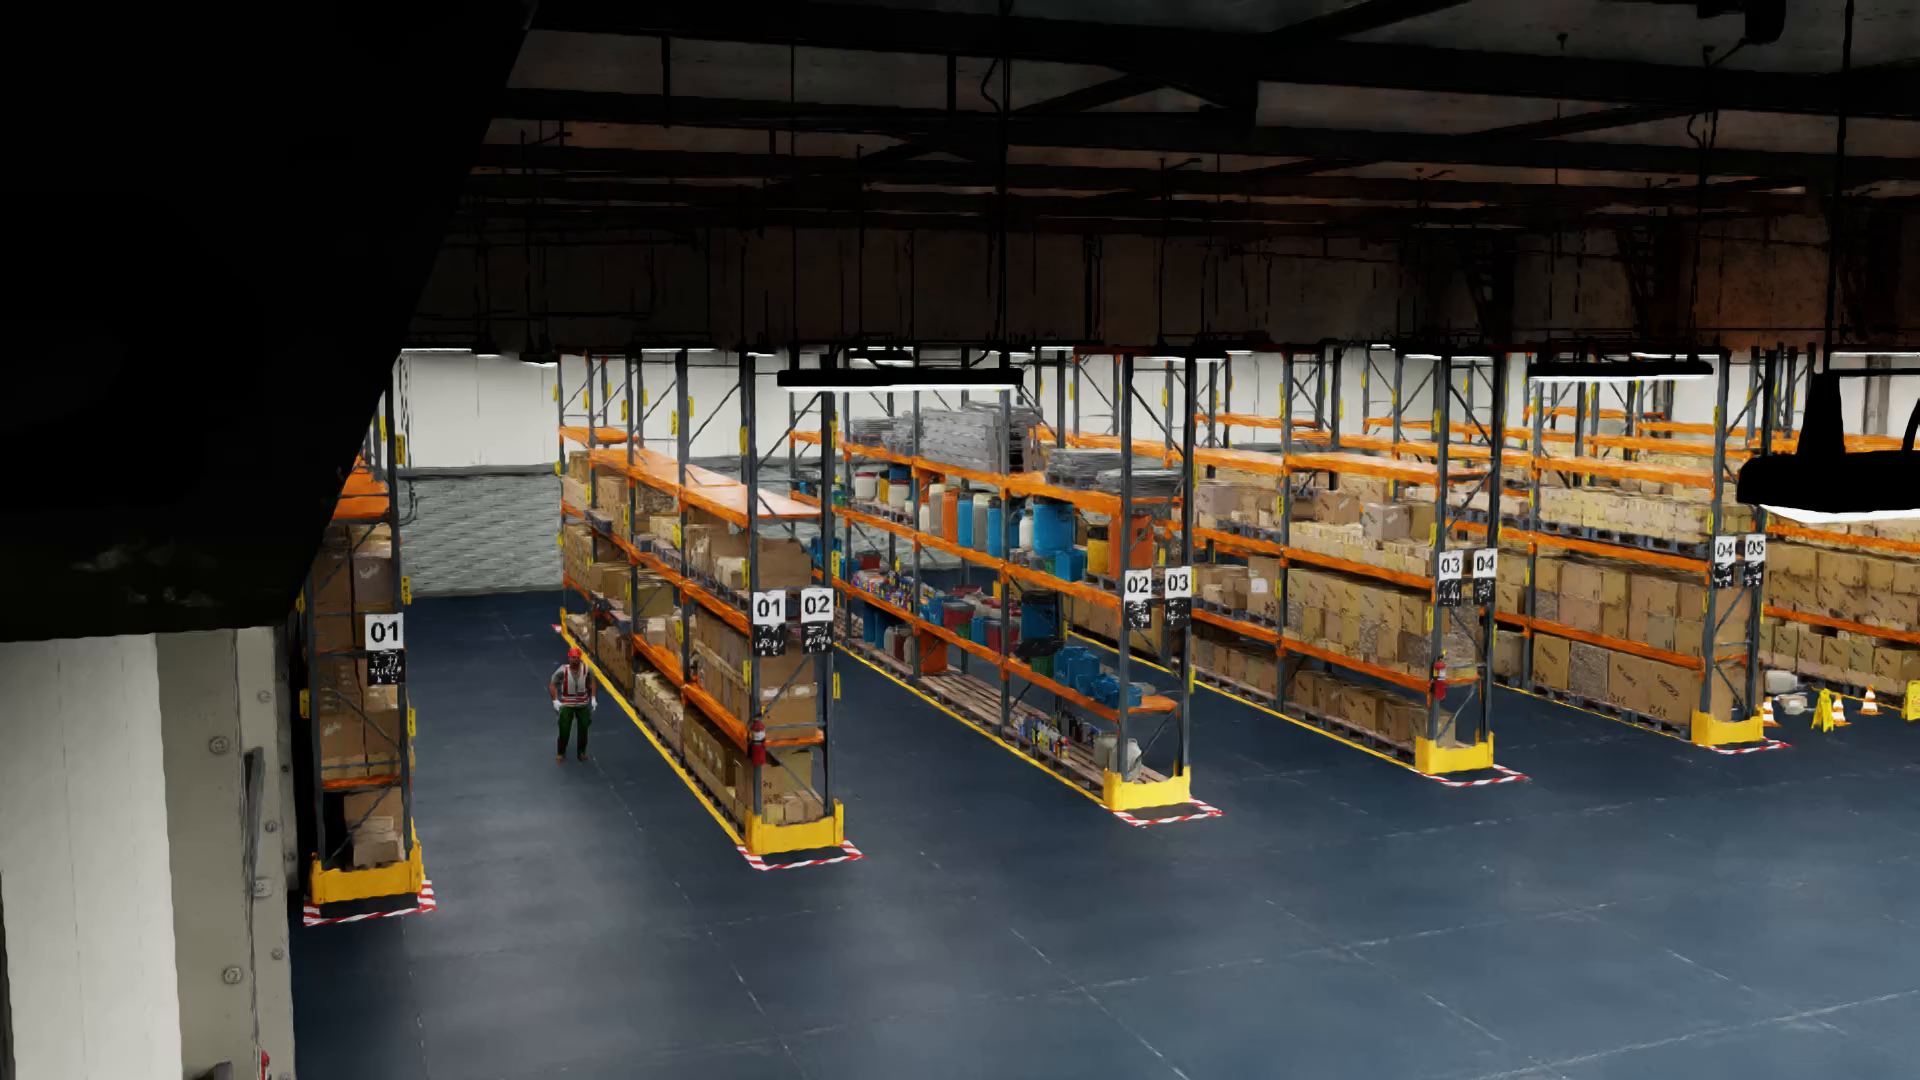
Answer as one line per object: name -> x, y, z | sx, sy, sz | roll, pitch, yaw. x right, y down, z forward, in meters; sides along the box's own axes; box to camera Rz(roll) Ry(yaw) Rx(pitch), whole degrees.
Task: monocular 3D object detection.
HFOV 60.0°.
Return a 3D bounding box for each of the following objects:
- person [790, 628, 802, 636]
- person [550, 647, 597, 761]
person -> -2.851, 1.979, 28.264 | 0.419, 1.514, 1.038 | -3, 8, -23
person -> -5.638, 2.396, 24.307 | 0.677, 1.742, 0.552 | -3, 8, -23
